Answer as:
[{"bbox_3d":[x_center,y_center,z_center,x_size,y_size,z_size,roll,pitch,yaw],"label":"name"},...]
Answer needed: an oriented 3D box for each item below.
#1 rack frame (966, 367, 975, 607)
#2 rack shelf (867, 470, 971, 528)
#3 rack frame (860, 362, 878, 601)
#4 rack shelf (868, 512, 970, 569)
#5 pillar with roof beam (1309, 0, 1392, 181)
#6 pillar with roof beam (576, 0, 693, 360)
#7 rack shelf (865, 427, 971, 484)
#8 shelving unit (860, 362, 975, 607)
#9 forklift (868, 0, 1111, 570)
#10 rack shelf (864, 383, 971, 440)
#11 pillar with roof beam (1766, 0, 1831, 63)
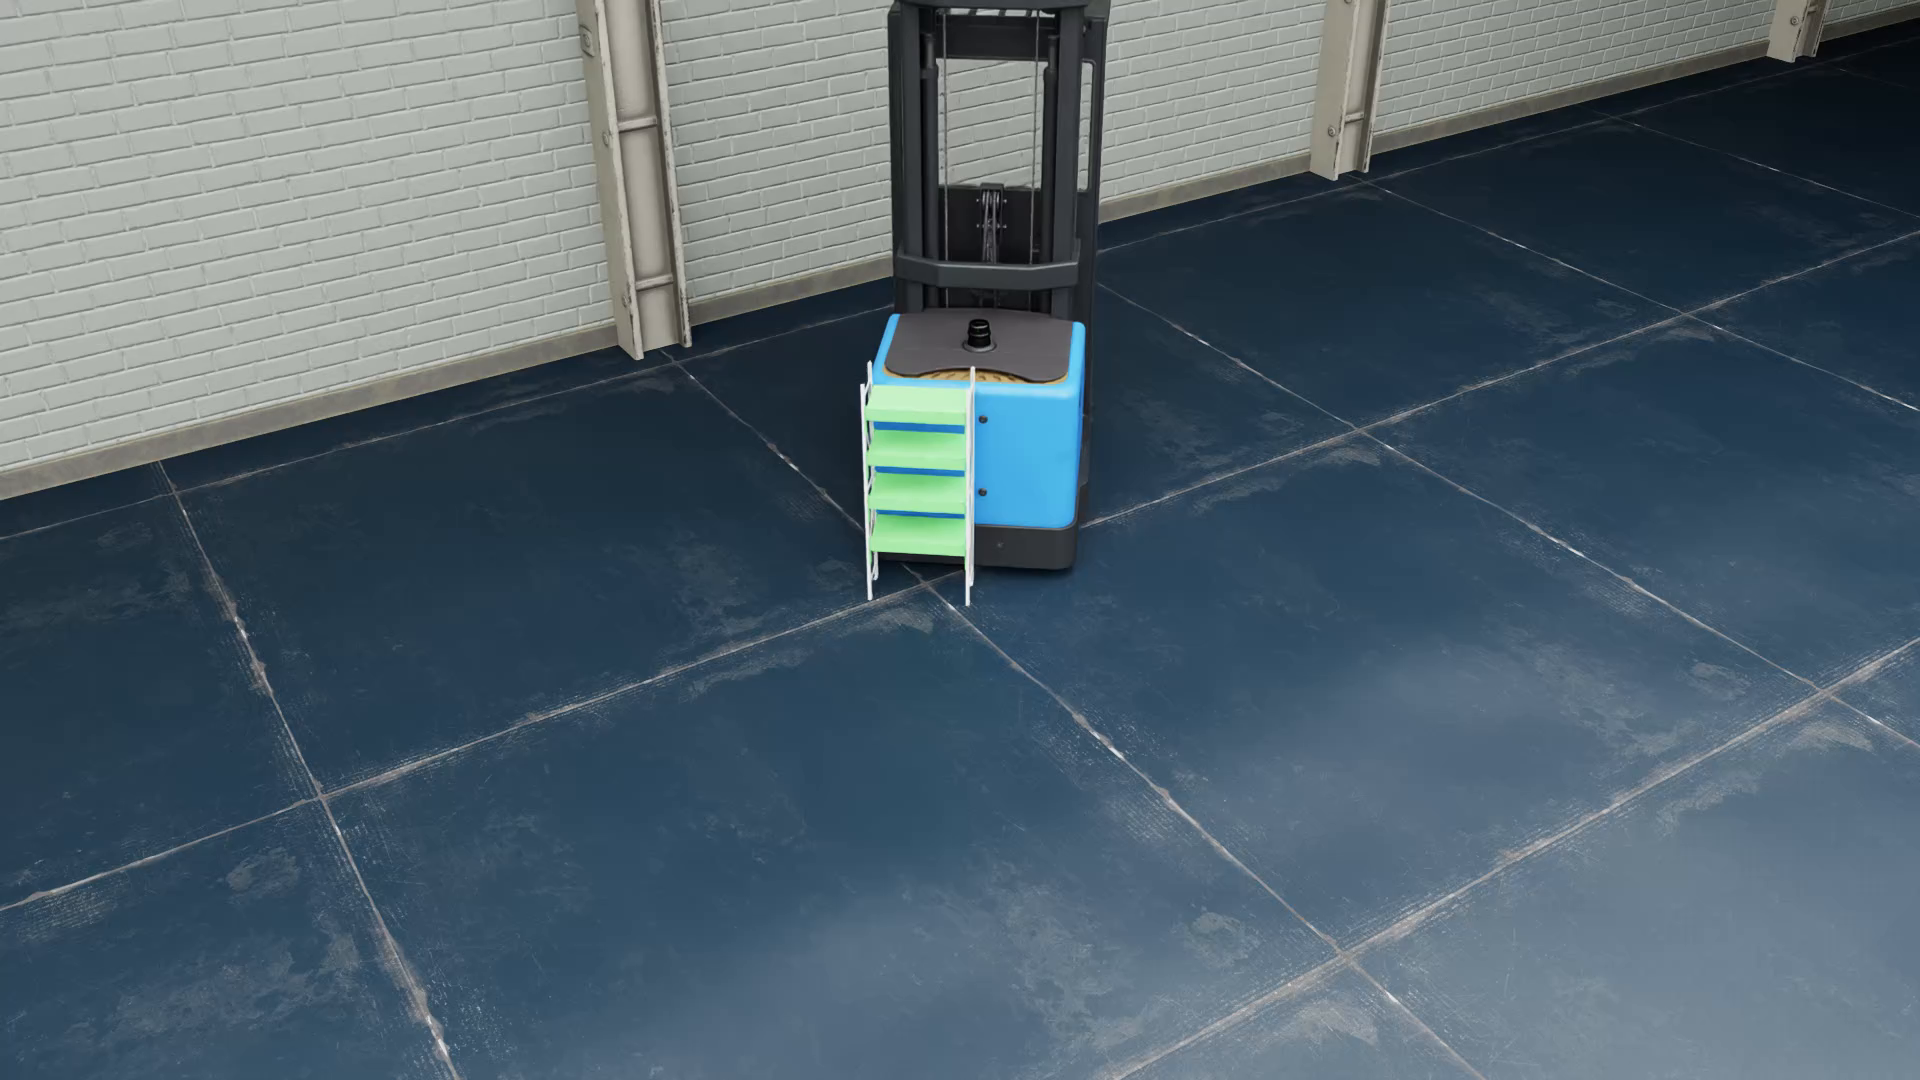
[{"bbox_3d":[0.048,-0.241,8.007,0.015,1.200,0.240,3,32,5],"label":"rack frame"},{"bbox_3d":[-0.194,-0.200,8.062,0.480,0.148,0.258,3,32,5],"label":"rack shelf"},{"bbox_3d":[-0.437,-0.268,8.050,0.015,1.200,0.240,3,32,5],"label":"rack frame"},{"bbox_3d":[-0.194,0.002,8.191,0.480,0.148,0.258,3,32,5],"label":"rack shelf"},{"bbox_3d":[5.400,-4.877,8.048,0.400,9.000,9.100,-19,37,-27],"label":"pillar with roof beam"},{"bbox_3d":[0.357,-3.143,5.298,0.400,9.000,9.100,-19,37,-27],"label":"pillar with roof beam"},{"bbox_3d":[-0.194,-0.403,7.934,0.480,0.148,0.258,3,32,5],"label":"rack shelf"},{"bbox_3d":[-0.194,-0.254,8.028,0.503,1.200,0.258,3,32,5],"label":"shelving unit"},{"bbox_3d":[0.210,-1.856,8.945,1.130,2.935,3.031,3,32,5],"label":"forklift"},{"bbox_3d":[-0.194,-0.606,7.806,0.480,0.148,0.258,3,32,5],"label":"rack shelf"},{"bbox_3d":[10.443,-6.612,10.797,0.400,9.000,9.100,-19,37,-27],"label":"pillar with roof beam"}]
